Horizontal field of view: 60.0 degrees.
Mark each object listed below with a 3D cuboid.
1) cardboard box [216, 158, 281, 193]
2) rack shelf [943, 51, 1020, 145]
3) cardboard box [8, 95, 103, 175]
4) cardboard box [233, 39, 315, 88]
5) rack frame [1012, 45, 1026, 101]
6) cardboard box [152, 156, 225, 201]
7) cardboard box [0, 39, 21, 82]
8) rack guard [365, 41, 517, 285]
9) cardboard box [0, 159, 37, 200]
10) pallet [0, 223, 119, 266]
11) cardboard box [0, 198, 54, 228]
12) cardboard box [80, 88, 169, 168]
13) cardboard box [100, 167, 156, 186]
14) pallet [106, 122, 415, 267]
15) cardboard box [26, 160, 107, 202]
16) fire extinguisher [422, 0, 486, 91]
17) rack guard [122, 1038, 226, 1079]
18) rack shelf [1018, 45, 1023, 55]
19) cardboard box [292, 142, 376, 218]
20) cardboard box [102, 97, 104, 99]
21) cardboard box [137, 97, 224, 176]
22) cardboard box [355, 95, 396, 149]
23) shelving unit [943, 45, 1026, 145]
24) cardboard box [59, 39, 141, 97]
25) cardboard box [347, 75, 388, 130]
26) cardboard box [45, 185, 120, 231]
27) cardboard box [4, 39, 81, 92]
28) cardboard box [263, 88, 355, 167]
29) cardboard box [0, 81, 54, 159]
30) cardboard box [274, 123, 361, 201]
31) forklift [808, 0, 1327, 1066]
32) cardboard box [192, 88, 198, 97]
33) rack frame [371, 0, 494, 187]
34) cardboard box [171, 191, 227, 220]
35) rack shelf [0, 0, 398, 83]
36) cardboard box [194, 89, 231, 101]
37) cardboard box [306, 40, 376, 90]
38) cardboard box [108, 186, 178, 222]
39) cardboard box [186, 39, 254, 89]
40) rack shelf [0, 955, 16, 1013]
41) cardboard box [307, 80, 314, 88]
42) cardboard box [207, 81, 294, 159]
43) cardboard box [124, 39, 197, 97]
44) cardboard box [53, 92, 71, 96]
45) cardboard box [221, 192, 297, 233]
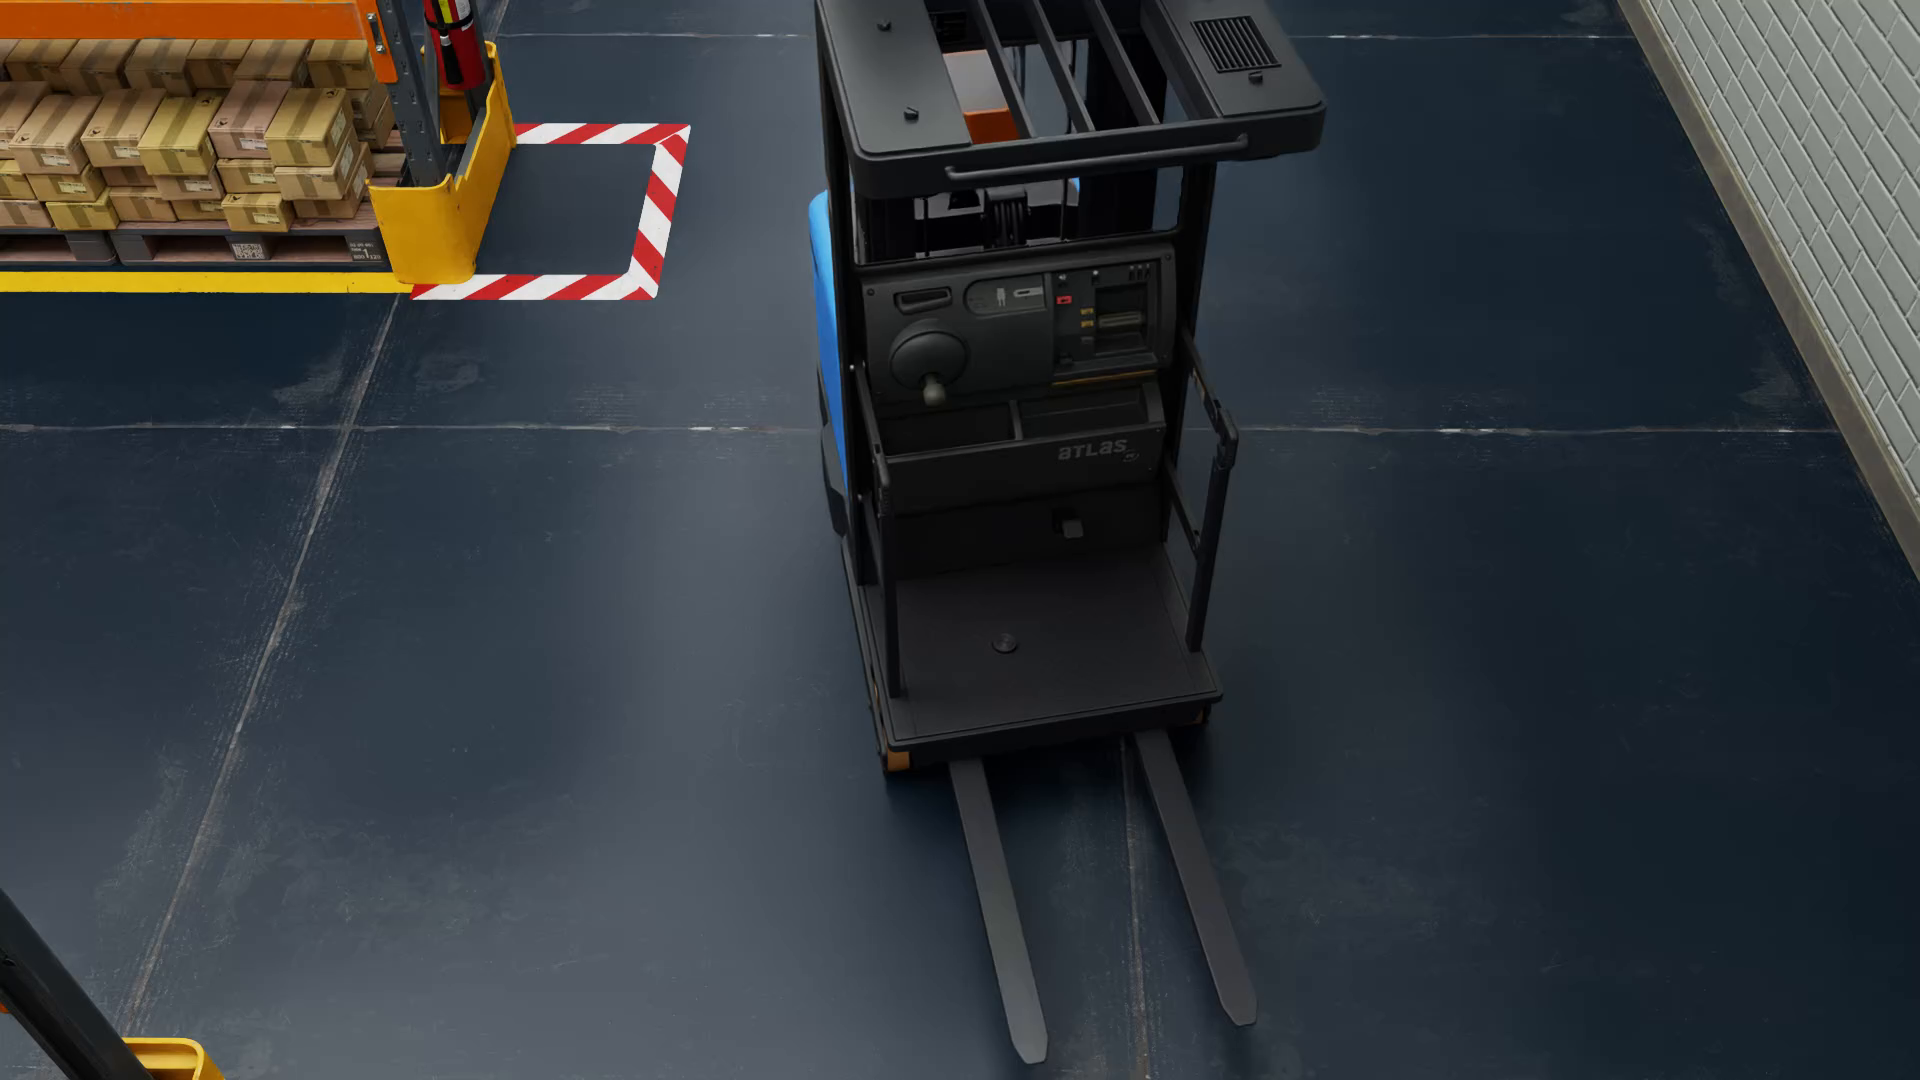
[{"bbox_3d":[-3.032,-1.678,7.220,0.250,0.149,0.380,-1,47,-1],"label":"cardboard box"},{"bbox_3d":[-0.055,-1.511,6.240,0.480,0.518,0.431,-8,48,-7],"label":"rack shelf"},{"bbox_3d":[-3.810,-1.720,7.056,0.250,0.149,0.380,2,47,2],"label":"cardboard box"},{"bbox_3d":[-3.041,-2.109,7.418,0.250,0.149,0.380,1,47,1],"label":"cardboard box"},{"bbox_3d":[0.185,-1.554,6.261,0.015,2.100,0.400,-8,48,-7],"label":"rack frame"},{"bbox_3d":[-3.290,-1.638,7.183,0.250,0.149,0.380,-2,47,-1],"label":"cardboard box"},{"bbox_3d":[-4.332,-2.116,7.425,0.250,0.149,0.380,0,47,0],"label":"cardboard box"},{"bbox_3d":[-2.318,-1.720,7.510,0.348,0.500,1.175,0,47,0],"label":"rack guard"},{"bbox_3d":[-4.065,-1.644,7.188,0.250,0.149,0.380,2,47,2],"label":"cardboard box"},{"bbox_3d":[-4.347,-1.656,7.647,1.213,0.211,1.003,0,47,0],"label":"pallet"},{"bbox_3d":[-4.066,-1.544,7.299,0.250,0.149,0.380,1,47,1],"label":"cardboard box"},{"bbox_3d":[-3.541,-1.760,7.093,0.250,0.149,0.380,-2,47,-1],"label":"cardboard box"},{"bbox_3d":[-3.559,-1.714,7.253,0.250,0.149,0.380,0,47,0],"label":"cardboard box"},{"bbox_3d":[-3.130,-1.650,7.642,1.213,0.211,1.003,0,47,0],"label":"pallet"},{"bbox_3d":[-3.808,-1.630,7.175,0.250,0.149,0.380,1,47,1],"label":"cardboard box"},{"bbox_3d":[-1.992,-2.080,6.444,0.183,0.674,0.296,0,47,0],"label":"fire extinguisher"},{"bbox_3d":[-2.135,1.903,4.137,0.348,0.500,1.175,0,47,0],"label":"rack guard"},{"bbox_3d":[-0.055,-1.988,5.728,0.480,0.518,0.431,-8,48,-7],"label":"rack shelf"},{"bbox_3d":[-2.769,-1.592,7.344,0.250,0.149,0.380,1,47,1],"label":"cardboard box"},{"bbox_3d":[-3.805,-2.024,7.542,0.250,0.149,0.380,-2,47,-2],"label":"cardboard box"},{"bbox_3d":[-3.283,-1.713,7.049,0.250,0.149,0.380,-1,47,-1],"label":"cardboard box"},{"bbox_3d":[-2.765,-1.979,7.704,0.250,0.149,0.380,1,47,1],"label":"cardboard box"},{"bbox_3d":[-0.055,-1.520,6.230,0.503,2.100,0.431,-8,48,-7],"label":"shelving unit"},{"bbox_3d":[-3.818,-2.151,7.458,0.250,0.149,0.380,2,47,2],"label":"cardboard box"},{"bbox_3d":[-2.765,-2.034,7.552,0.250,0.149,0.380,2,47,2],"label":"cardboard box"},{"bbox_3d":[-3.793,-1.529,7.284,0.250,0.149,0.380,-2,47,-2],"label":"cardboard box"},{"bbox_3d":[-4.081,-2.186,7.489,0.250,0.149,0.380,1,47,1],"label":"cardboard box"},{"bbox_3d":[-2.772,-1.762,7.095,0.250,0.149,0.380,1,47,1],"label":"cardboard box"},{"bbox_3d":[-4.073,-1.802,7.132,0.250,0.149,0.380,-1,47,-1],"label":"cardboard box"},{"bbox_3d":[-2.771,-1.637,7.182,0.250,0.149,0.380,-1,47,-1],"label":"cardboard box"},{"bbox_3d":[0.224,-0.529,4.740,1.130,2.935,3.031,-8,48,-7],"label":"forklift"},{"bbox_3d":[-3.540,-2.092,7.606,0.250,0.149,0.380,1,47,1],"label":"cardboard box"},{"bbox_3d":[-2.242,-2.572,6.595,0.127,3.000,1.000,0,47,0],"label":"rack frame"},{"bbox_3d":[-3.290,-1.583,7.335,0.250,0.149,0.380,0,47,0],"label":"cardboard box"},{"bbox_3d":[-4.242,-2.332,6.863,4.000,0.370,1.077,0,47,0],"label":"rack shelf"},{"bbox_3d":[-3.284,-2.012,7.531,0.250,0.149,0.380,1,47,1],"label":"cardboard box"},{"bbox_3d":[-2.765,-2.196,7.499,0.250,0.149,0.380,-2,47,-2],"label":"cardboard box"},{"bbox_3d":[-3.537,-1.574,7.326,0.250,0.149,0.380,1,47,1],"label":"cardboard box"},{"bbox_3d":[-3.292,-2.204,7.506,0.250,0.149,0.380,0,47,0],"label":"cardboard box"},{"bbox_3d":[-4.159,1.291,3.490,4.000,0.370,1.077,0,47,0],"label":"rack shelf"},{"bbox_3d":[-3.038,-2.076,7.591,0.250,0.149,0.380,0,47,0],"label":"cardboard box"},{"bbox_3d":[-3.023,-1.805,7.135,0.250,0.149,0.380,1,47,1],"label":"cardboard box"},{"bbox_3d":[-3.540,-2.144,7.450,0.250,0.149,0.380,-2,47,-2],"label":"cardboard box"},{"bbox_3d":[-4.077,-1.994,7.514,0.250,0.149,0.380,2,47,2],"label":"cardboard box"},{"bbox_3d":[-3.027,-1.519,7.275,0.250,0.149,0.380,1,47,1],"label":"cardboard box"}]
